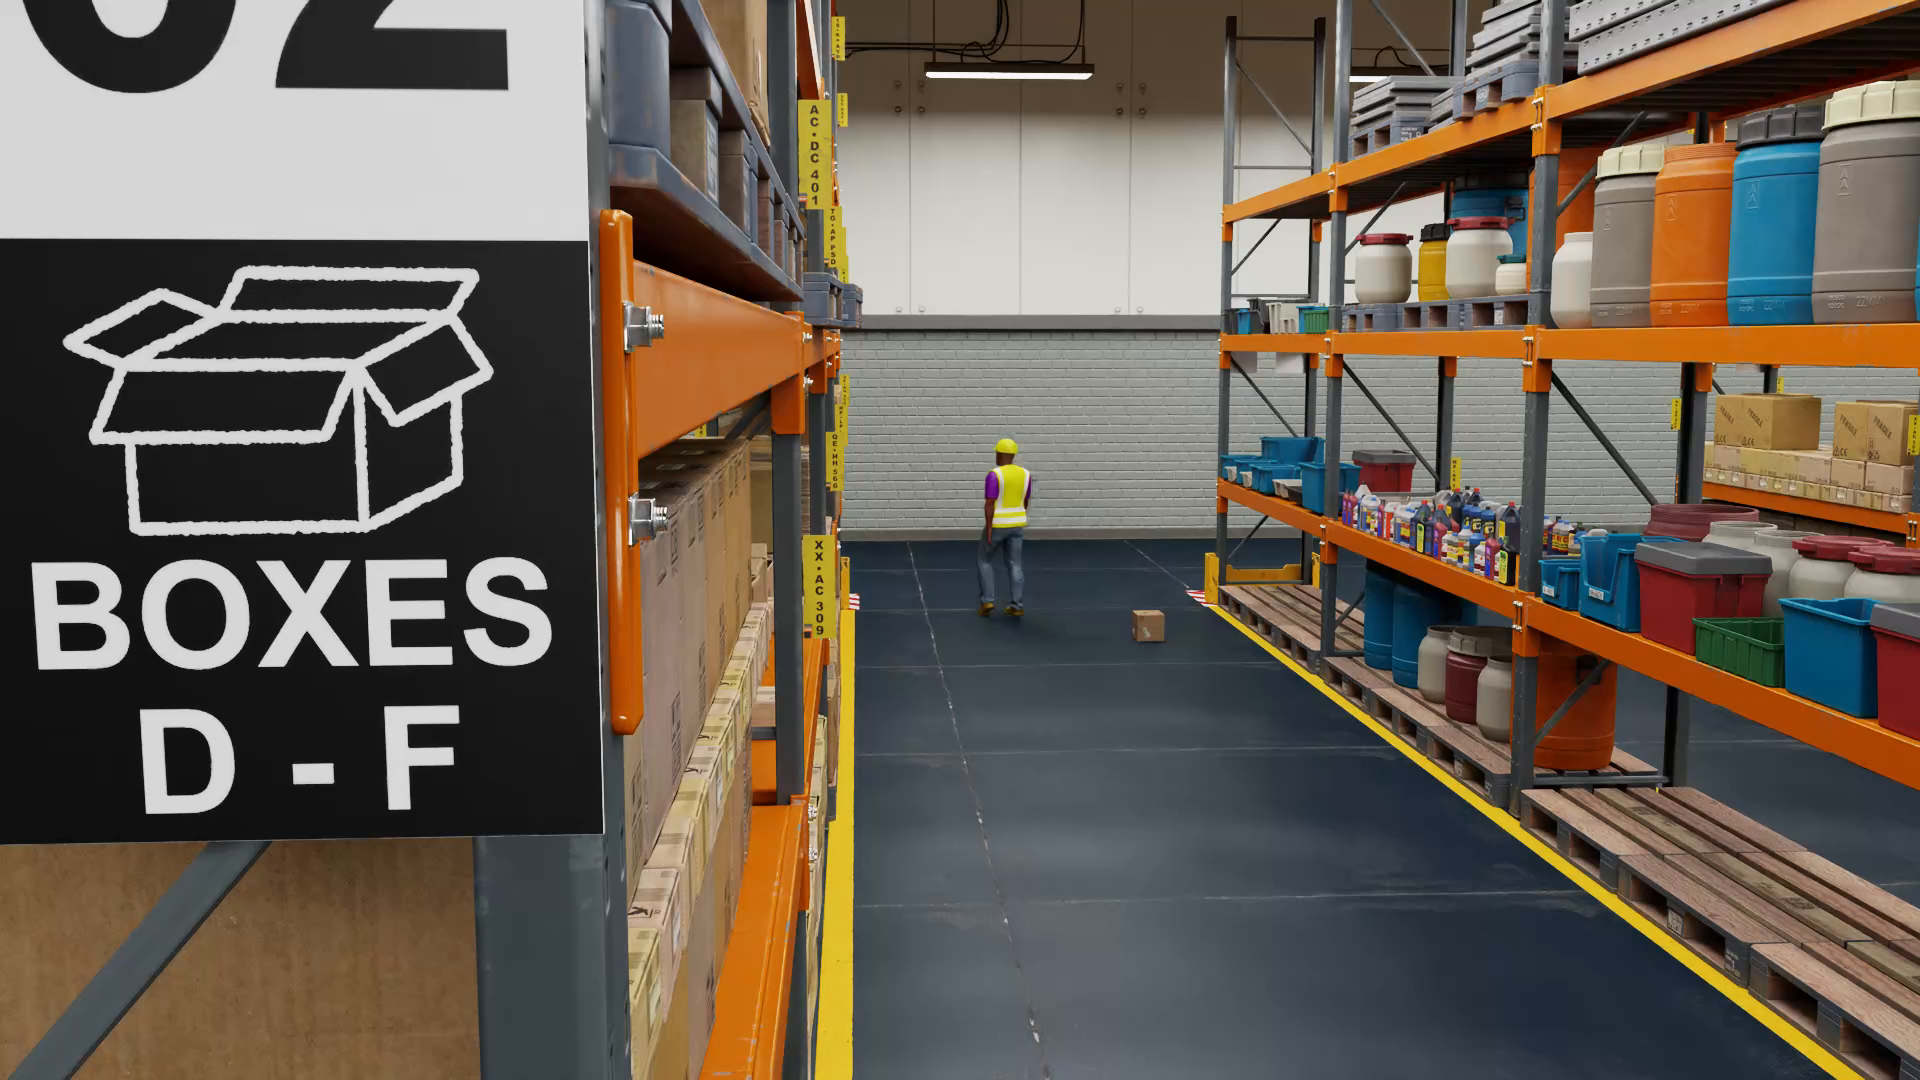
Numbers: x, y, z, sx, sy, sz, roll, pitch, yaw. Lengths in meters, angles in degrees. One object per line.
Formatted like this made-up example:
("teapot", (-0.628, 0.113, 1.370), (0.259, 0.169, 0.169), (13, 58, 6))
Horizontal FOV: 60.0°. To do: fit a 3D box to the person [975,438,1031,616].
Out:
("person", (0.442, -0.098, 16.550), (0.582, 1.826, 0.581), (-4, 8, -30))
